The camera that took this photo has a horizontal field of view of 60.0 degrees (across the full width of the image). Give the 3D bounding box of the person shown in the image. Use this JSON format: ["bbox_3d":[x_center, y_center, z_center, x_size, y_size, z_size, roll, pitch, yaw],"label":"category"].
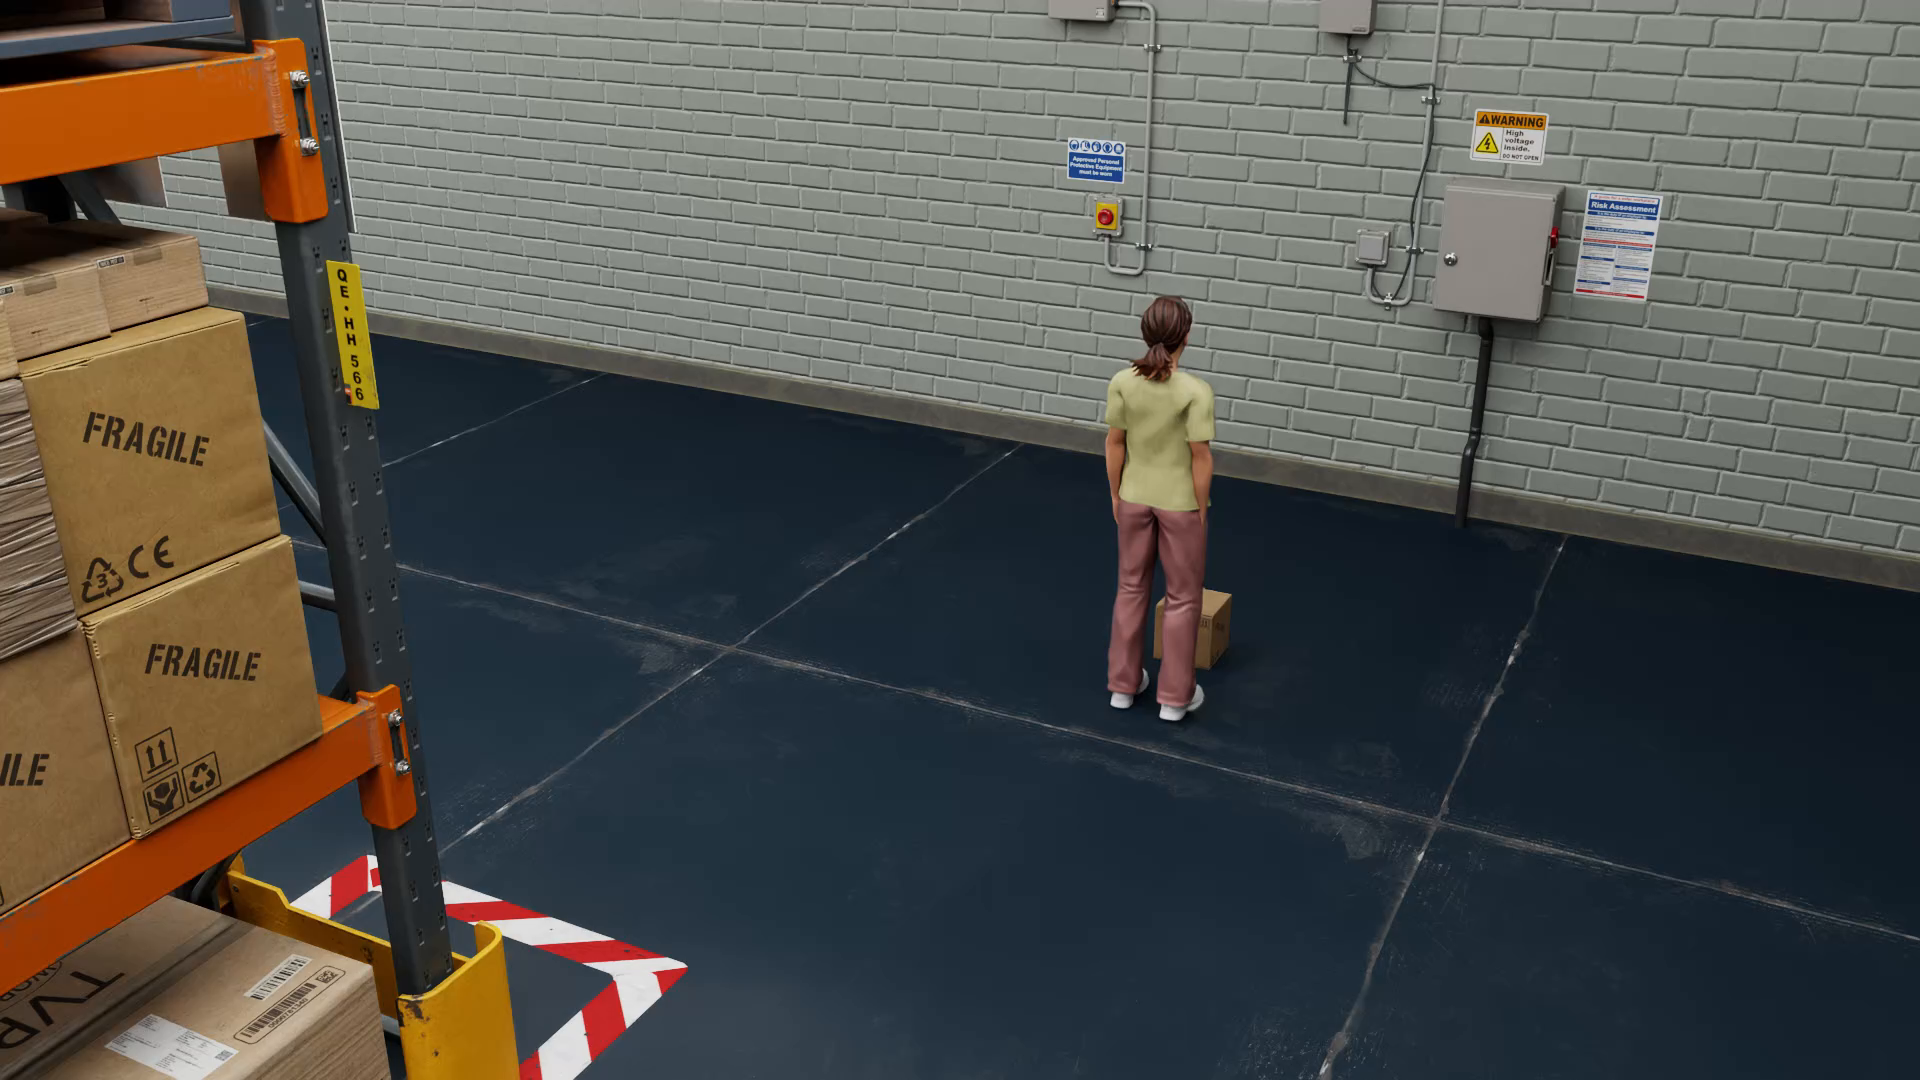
[{"bbox_3d":[0.762,-0.113,6.381,0.439,1.675,0.353,12,26,26],"label":"person"}]
